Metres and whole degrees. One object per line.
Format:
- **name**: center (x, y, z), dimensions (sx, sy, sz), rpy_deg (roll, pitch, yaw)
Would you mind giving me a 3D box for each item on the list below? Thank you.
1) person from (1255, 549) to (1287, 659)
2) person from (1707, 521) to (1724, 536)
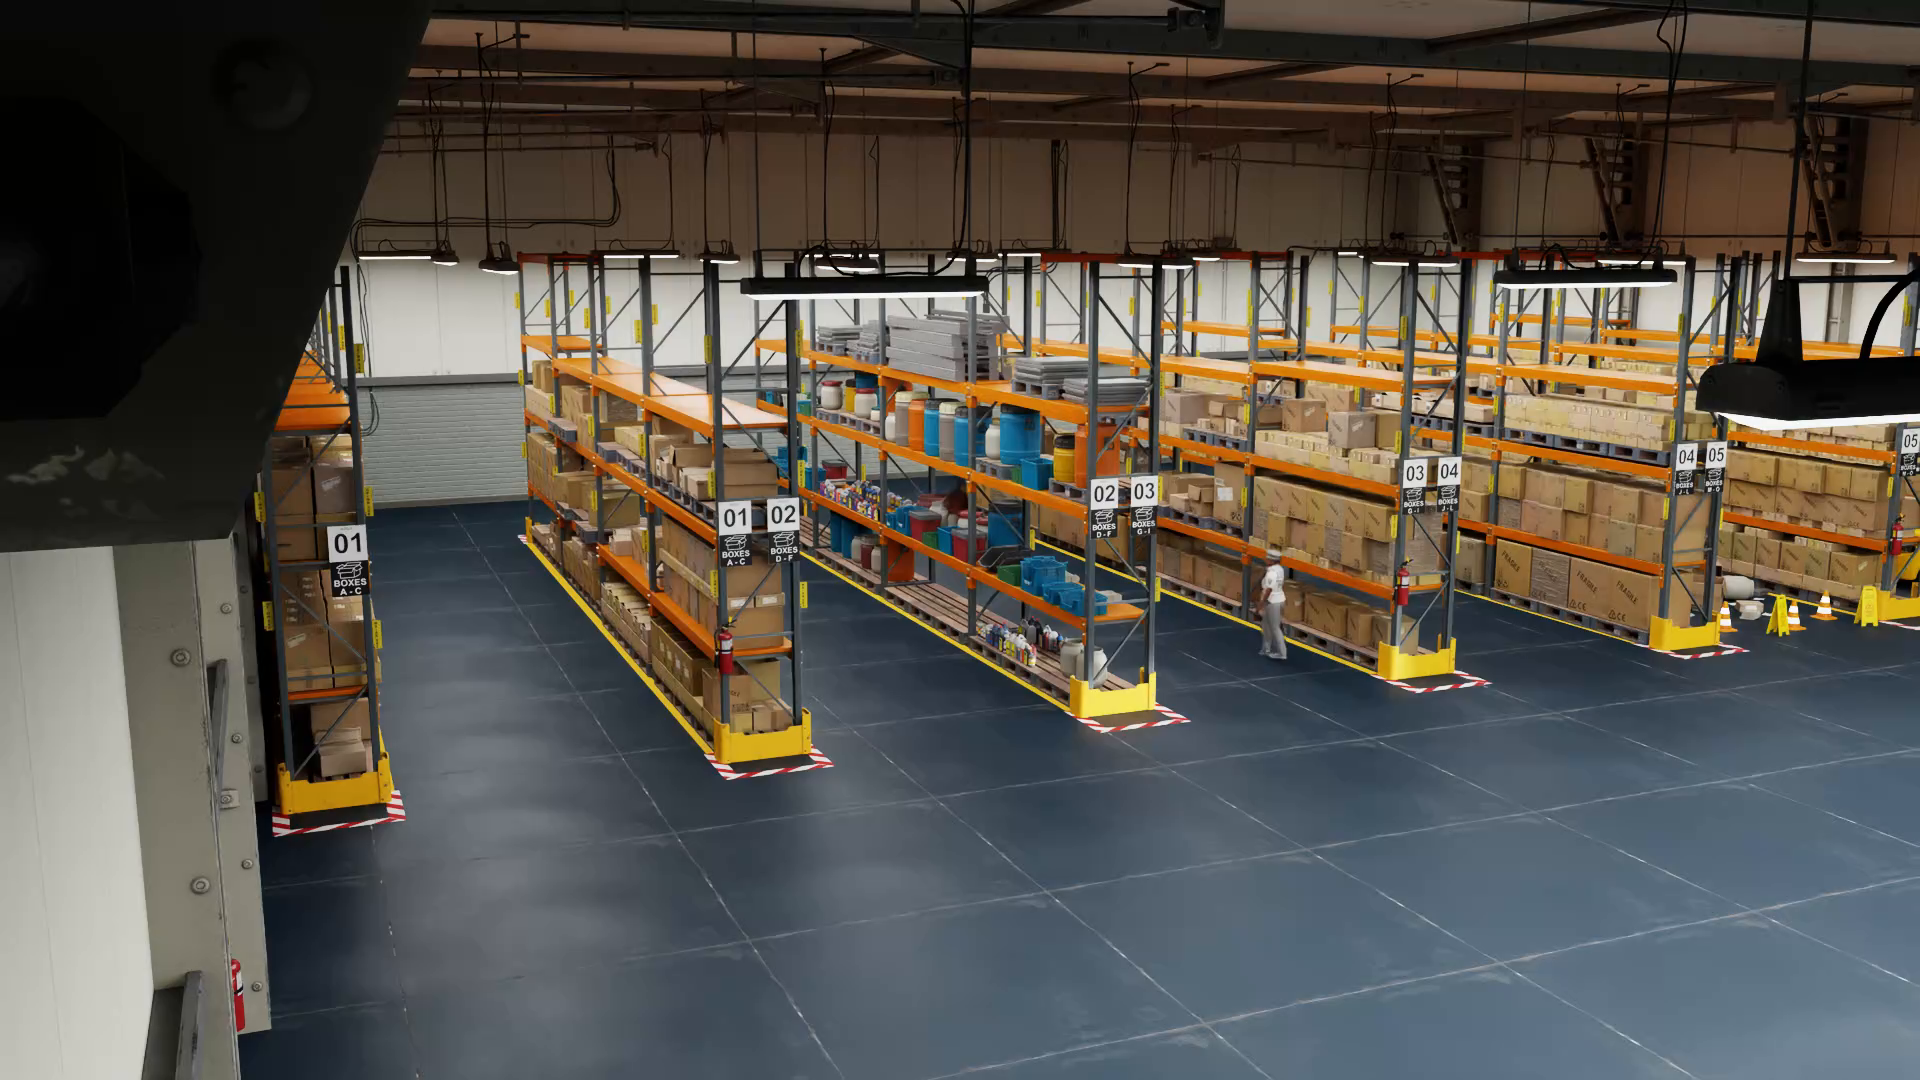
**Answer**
- **person**: center (4.696, 0.997, 25.097), dimensions (0.598, 1.737, 0.489), rpy_deg (7, 12, 32)
- **person**: center (15.885, -0.836, 34.824), dimensions (0.609, 1.748, 0.575), rpy_deg (5, 11, 24)
